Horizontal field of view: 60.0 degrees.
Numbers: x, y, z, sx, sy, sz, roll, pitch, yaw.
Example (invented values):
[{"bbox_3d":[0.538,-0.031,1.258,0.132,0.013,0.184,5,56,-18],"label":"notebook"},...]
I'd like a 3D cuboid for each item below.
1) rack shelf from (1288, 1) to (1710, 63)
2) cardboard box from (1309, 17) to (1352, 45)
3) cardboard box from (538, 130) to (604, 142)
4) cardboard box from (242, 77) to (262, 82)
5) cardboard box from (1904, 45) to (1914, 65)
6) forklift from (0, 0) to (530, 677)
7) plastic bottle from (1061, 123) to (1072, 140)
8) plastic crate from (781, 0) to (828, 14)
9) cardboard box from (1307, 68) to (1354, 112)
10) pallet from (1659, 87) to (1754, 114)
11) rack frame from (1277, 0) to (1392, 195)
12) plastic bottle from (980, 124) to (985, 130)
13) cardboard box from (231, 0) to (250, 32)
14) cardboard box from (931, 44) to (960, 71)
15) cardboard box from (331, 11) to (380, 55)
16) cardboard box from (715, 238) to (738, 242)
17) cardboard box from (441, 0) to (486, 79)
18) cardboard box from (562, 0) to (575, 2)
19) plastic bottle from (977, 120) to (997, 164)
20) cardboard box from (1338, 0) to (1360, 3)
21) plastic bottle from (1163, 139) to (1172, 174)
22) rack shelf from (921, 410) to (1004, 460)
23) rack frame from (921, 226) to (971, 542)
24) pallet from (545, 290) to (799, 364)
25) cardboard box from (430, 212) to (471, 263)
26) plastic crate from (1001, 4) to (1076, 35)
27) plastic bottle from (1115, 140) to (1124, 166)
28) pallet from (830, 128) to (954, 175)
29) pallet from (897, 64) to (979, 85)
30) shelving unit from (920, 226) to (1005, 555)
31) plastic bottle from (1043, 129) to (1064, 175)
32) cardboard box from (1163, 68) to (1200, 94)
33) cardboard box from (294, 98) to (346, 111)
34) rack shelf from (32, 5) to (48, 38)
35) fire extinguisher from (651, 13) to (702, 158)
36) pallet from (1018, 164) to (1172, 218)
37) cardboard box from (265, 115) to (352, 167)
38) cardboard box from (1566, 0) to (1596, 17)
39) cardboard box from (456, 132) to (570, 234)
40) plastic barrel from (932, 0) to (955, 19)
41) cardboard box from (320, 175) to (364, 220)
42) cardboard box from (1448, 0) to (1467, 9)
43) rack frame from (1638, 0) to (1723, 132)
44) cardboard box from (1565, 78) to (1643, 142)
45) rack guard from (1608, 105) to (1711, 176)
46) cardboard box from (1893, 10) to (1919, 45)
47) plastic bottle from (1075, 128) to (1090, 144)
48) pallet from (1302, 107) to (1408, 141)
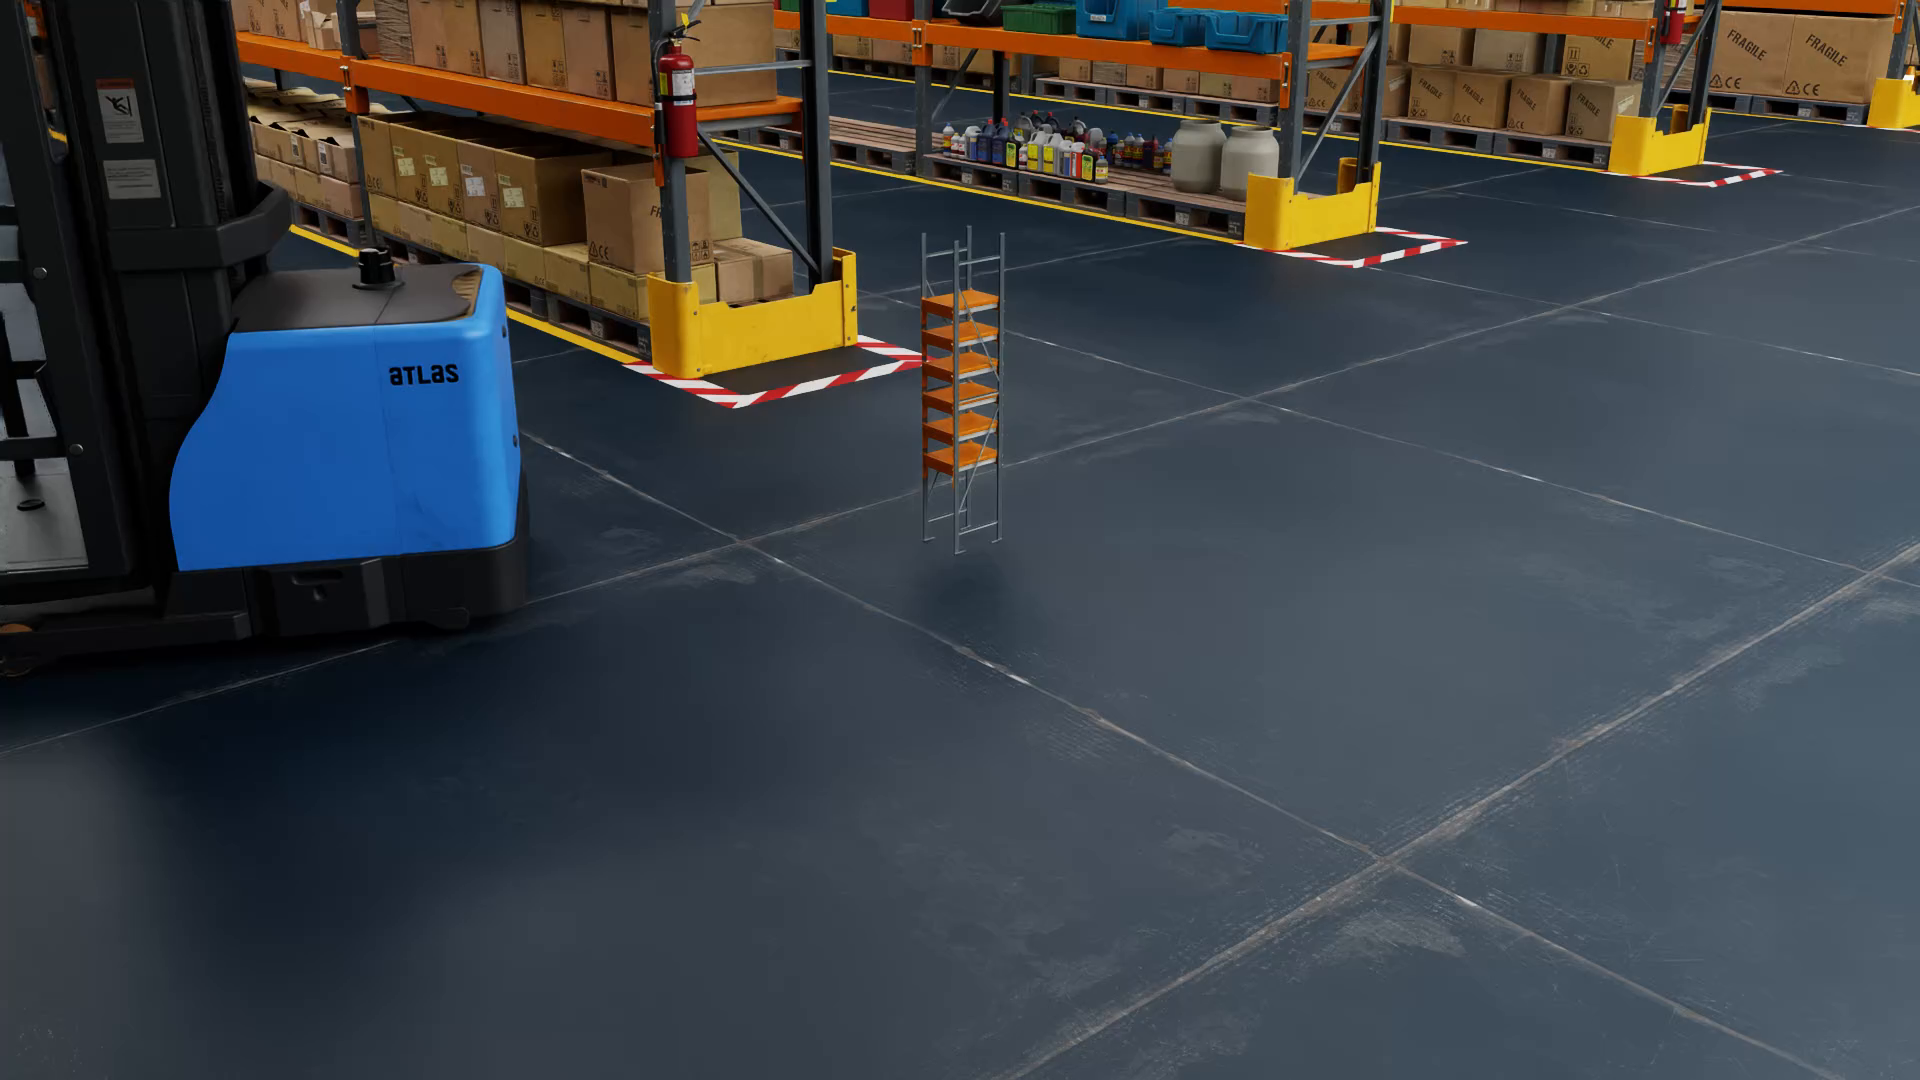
[{"bbox_3d":[5.086,-4.989,16.094,1.077,0.370,4.000,-17,27,-37],"label":"rack shelf"},{"bbox_3d":[5.322,-7.093,22.988,1.050,0.750,0.750,-18,28,-38],"label":"cardboard box"},{"bbox_3d":[-2.275,-2.294,10.395,0.500,0.500,0.500,-17,27,-37],"label":"cardboard box"},{"bbox_3d":[-6.765,-4.002,15.413,0.500,0.500,0.500,-19,28,-39],"label":"cardboard box"},{"bbox_3d":[12.489,-6.493,22.143,0.500,0.250,0.500,-19,28,-39],"label":"cardboard box"},{"bbox_3d":[-3.075,-1.120,5.324,3.031,2.935,1.130,-5,22,-11],"label":"forklift"},{"bbox_3d":[0.930,-3.440,14.275,0.061,0.283,0.133,-15,26,-34],"label":"plastic bottle"},{"bbox_3d":[-1.323,-5.012,15.459,0.450,0.188,0.662,-17,27,-37],"label":"plastic crate"},{"bbox_3d":[4.011,-4.788,17.447,0.500,0.500,0.500,-18,28,-39],"label":"cardboard box"},{"bbox_3d":[8.841,-5.165,19.381,1.003,0.211,1.213,-17,27,-37],"label":"pallet"},{"bbox_3d":[2.639,-3.592,11.542,1.000,3.000,0.127,-17,27,-37],"label":"rack frame"},{"bbox_3d":[0.216,-3.387,14.141,0.061,0.283,0.133,-17,27,-37],"label":"plastic bottle"},{"bbox_3d":[-5.901,-4.289,13.445,0.500,0.311,0.500,-18,28,-38],"label":"cardboard box"},{"bbox_3d":[0.158,-6.631,21.639,1.225,0.875,0.875,-17,27,-37],"label":"cardboard box"},{"bbox_3d":[-4.082,-3.575,11.704,0.500,0.250,0.500,-15,26,-34],"label":"cardboard box"},{"bbox_3d":[-1.627,-1.667,9.823,0.500,0.250,0.500,-17,27,-37],"label":"cardboard box"},{"bbox_3d":[-2.759,-3.161,10.304,0.700,0.500,0.500,-17,27,-37],"label":"cardboard box"},{"bbox_3d":[-2.011,-3.035,9.094,0.380,0.149,0.250,-17,27,-37],"label":"cardboard box"},{"bbox_3d":[0.240,-3.347,13.945,0.144,0.351,0.185,-17,27,-36],"label":"plastic bottle"},{"bbox_3d":[4.030,-5.494,16.741,0.380,0.149,0.250,-17,27,-37],"label":"cardboard box"},{"bbox_3d":[1.692,-3.102,13.428,0.097,0.271,0.097,0,21,0],"label":"plastic bottle"},{"bbox_3d":[0.009,-0.402,6.315,0.258,0.103,0.180,-17,27,-37],"label":"rack shelf"},{"bbox_3d":[-0.050,-0.580,6.320,0.240,1.200,0.006,-17,27,-37],"label":"rack frame"},{"bbox_3d":[-1.647,-1.317,9.556,1.003,0.211,1.213,-17,27,-37],"label":"pallet"},{"bbox_3d":[-3.009,-1.955,10.557,0.500,0.250,0.500,-17,27,-37],"label":"cardboard box"},{"bbox_3d":[0.700,-4.156,13.273,0.450,0.188,0.662,-17,27,-37],"label":"plastic crate"},{"bbox_3d":[1.338,-3.219,13.823,0.097,0.201,0.097,0,21,0],"label":"plastic bottle"},{"bbox_3d":[-0.514,-3.606,15.402,1.003,0.211,1.213,-17,27,-37],"label":"pallet"},{"bbox_3d":[-0.081,-6.256,22.166,1.003,0.211,1.213,-17,27,-37],"label":"pallet"},{"bbox_3d":[0.009,-0.555,6.255,0.258,1.200,0.189,-17,27,-37],"label":"shelving unit"},{"bbox_3d":[0.763,-3.126,13.381,0.144,0.351,0.185,-16,27,-35],"label":"plastic bottle"},{"bbox_3d":[2.733,-5.383,18.938,0.500,0.500,0.700,20,29,41],"label":"cardboard box"},{"bbox_3d":[-5.138,-3.432,13.559,0.500,0.311,0.500,-18,27,-38],"label":"cardboard box"},{"bbox_3d":[-7.644,-4.842,15.719,1.077,0.370,4.000,-17,27,-37],"label":"rack shelf"},{"bbox_3d":[-1.391,-2.235,8.182,0.296,0.674,0.183,-17,27,-37],"label":"fire extinguisher"},{"bbox_3d":[1.235,-2.866,13.512,1.003,0.211,1.213,-17,27,-37],"label":"pallet"},{"bbox_3d":[-4.877,-3.020,12.506,0.500,0.311,0.500,-18,27,-38],"label":"cardboard box"},{"bbox_3d":[5.684,-4.810,14.995,0.380,0.149,0.250,-17,27,-37],"label":"cardboard box"},{"bbox_3d":[-2.681,-2.167,10.069,0.500,0.500,0.500,-17,27,-37],"label":"cardboard box"},{"bbox_3d":[0.005,-5.109,14.729,0.600,0.901,0.708,-17,27,-37],"label":"plastic barrel"},{"bbox_3d":[-4.217,-2.480,11.897,0.500,0.250,0.500,-18,28,-38],"label":"cardboard box"},{"bbox_3d":[4.879,-5.159,15.886,0.380,0.149,0.250,-17,27,-37],"label":"cardboard box"},{"bbox_3d":[6.391,-4.771,14.552,1.000,3.000,0.127,-17,27,-37],"label":"rack frame"},{"bbox_3d":[5.996,-3.979,15.382,0.500,0.500,0.500,-12,24,-28],"label":"cardboard box"},{"bbox_3d":[6.342,-3.628,15.062,1.175,0.500,0.348,-17,27,-37],"label":"rack guard"},{"bbox_3d":[12.511,-6.838,21.997,0.500,0.500,0.500,-18,28,-39],"label":"cardboard box"},{"bbox_3d":[1.026,-3.314,13.954,0.061,0.283,0.133,-17,27,-37],"label":"plastic bottle"},{"bbox_3d":[4.245,-4.401,17.430,1.003,0.211,1.213,-17,27,-37],"label":"pallet"}]
